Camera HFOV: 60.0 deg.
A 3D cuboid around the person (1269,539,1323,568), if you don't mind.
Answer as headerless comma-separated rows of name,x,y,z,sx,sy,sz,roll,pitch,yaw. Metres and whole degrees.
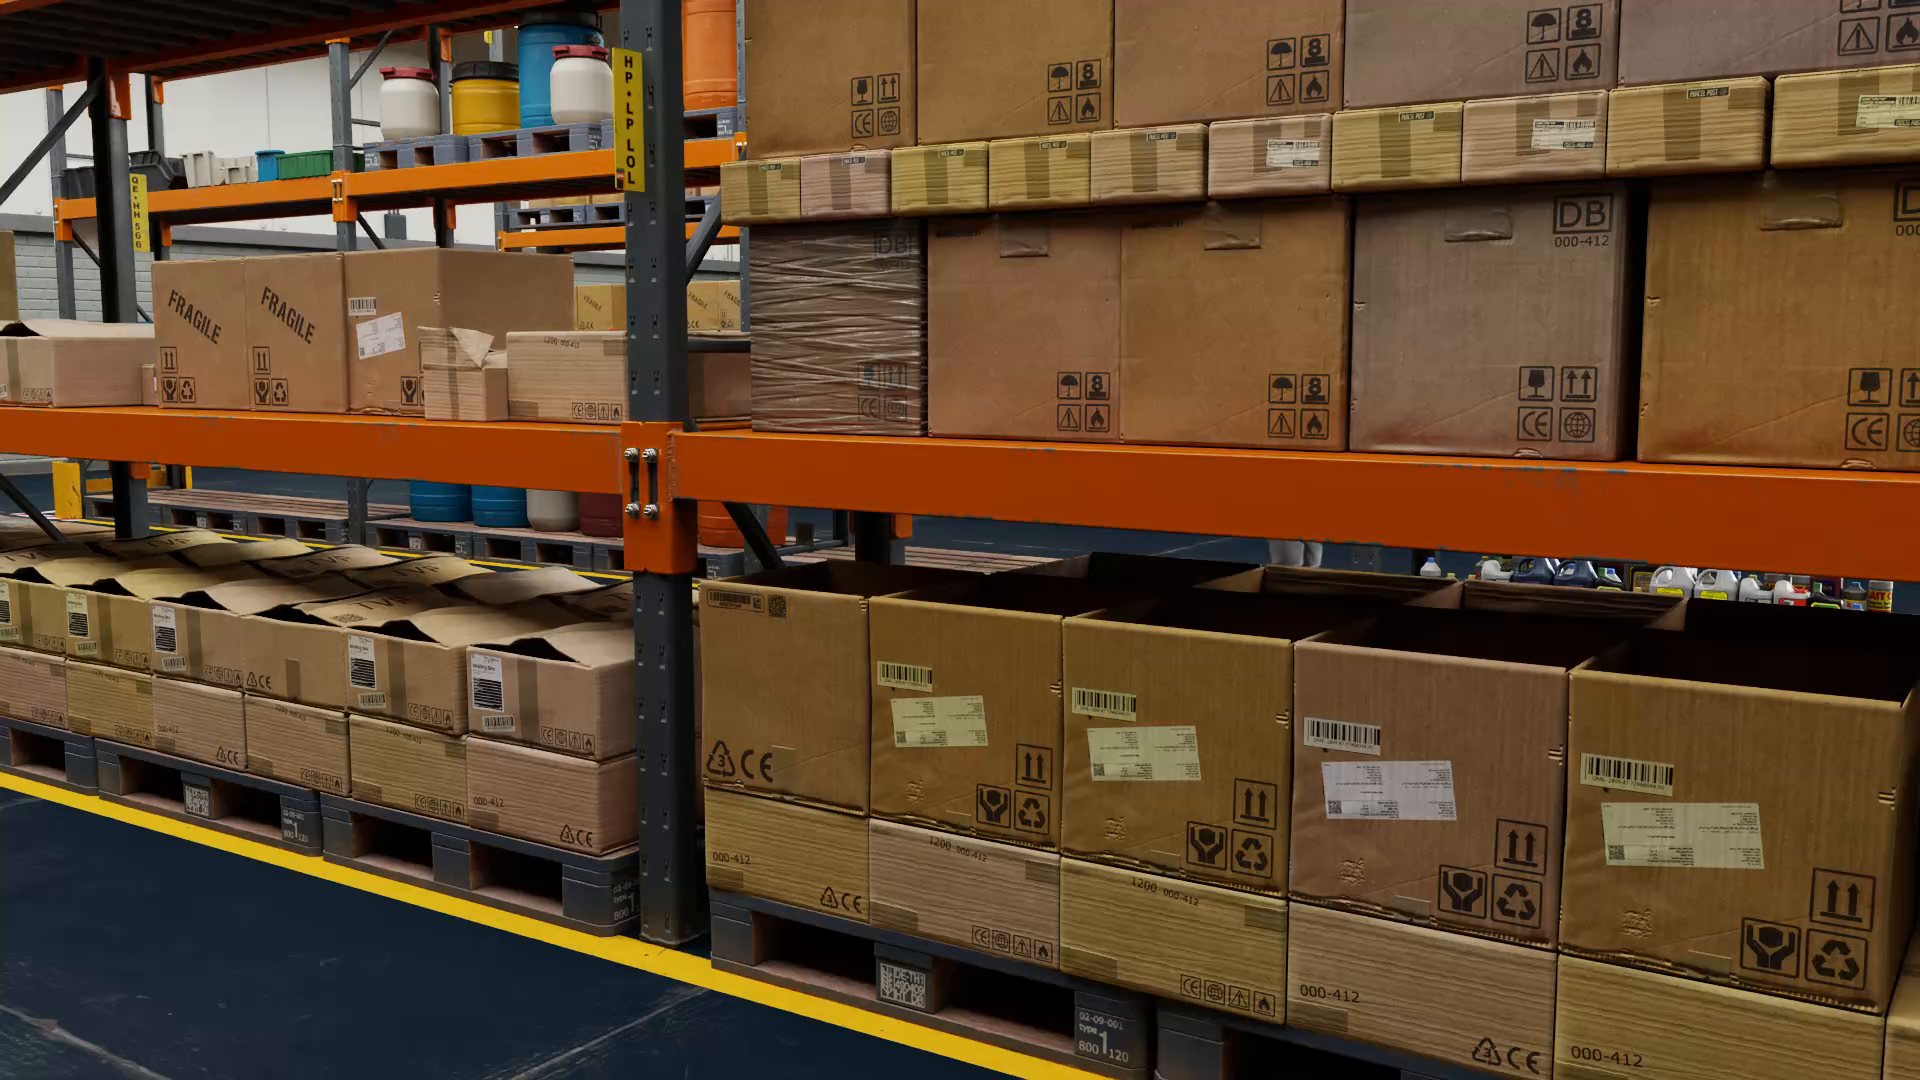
person,1.476,-0.127,7.327,0.307,1.596,0.406,5,8,35
